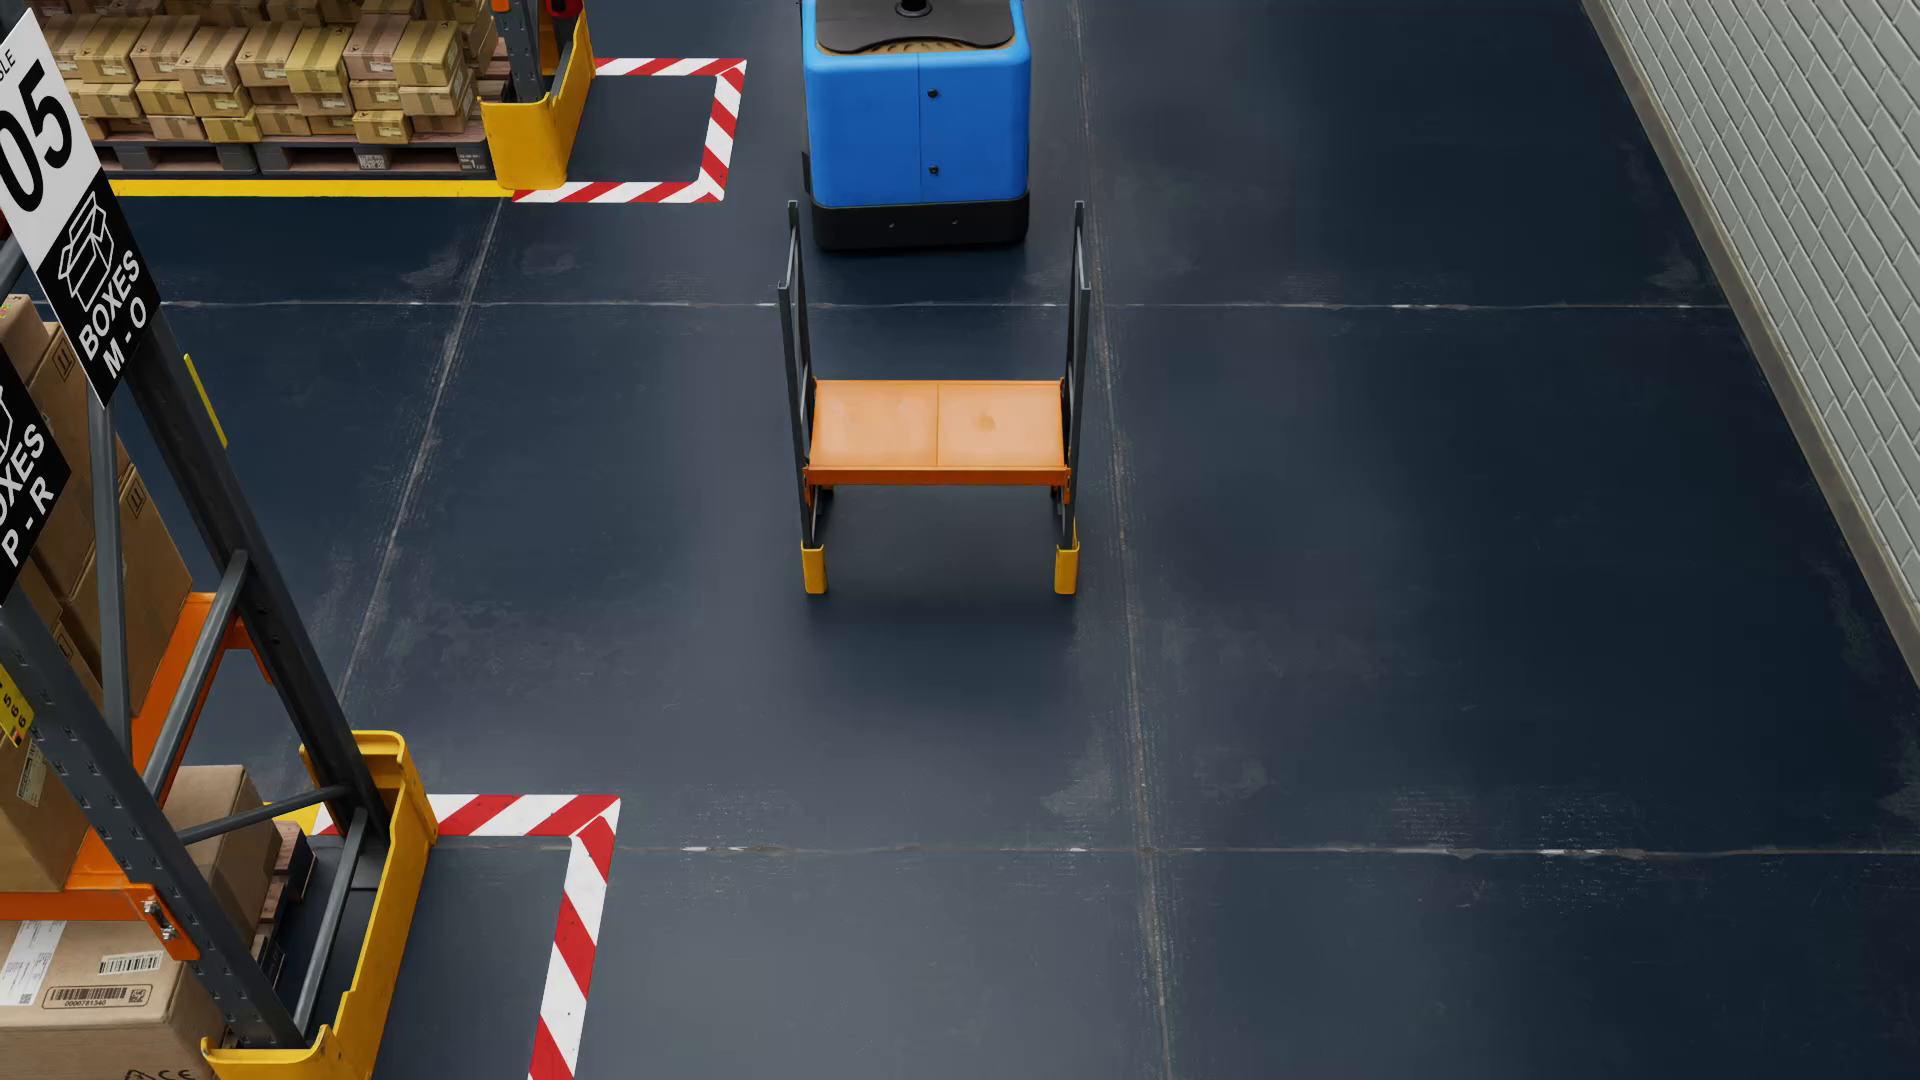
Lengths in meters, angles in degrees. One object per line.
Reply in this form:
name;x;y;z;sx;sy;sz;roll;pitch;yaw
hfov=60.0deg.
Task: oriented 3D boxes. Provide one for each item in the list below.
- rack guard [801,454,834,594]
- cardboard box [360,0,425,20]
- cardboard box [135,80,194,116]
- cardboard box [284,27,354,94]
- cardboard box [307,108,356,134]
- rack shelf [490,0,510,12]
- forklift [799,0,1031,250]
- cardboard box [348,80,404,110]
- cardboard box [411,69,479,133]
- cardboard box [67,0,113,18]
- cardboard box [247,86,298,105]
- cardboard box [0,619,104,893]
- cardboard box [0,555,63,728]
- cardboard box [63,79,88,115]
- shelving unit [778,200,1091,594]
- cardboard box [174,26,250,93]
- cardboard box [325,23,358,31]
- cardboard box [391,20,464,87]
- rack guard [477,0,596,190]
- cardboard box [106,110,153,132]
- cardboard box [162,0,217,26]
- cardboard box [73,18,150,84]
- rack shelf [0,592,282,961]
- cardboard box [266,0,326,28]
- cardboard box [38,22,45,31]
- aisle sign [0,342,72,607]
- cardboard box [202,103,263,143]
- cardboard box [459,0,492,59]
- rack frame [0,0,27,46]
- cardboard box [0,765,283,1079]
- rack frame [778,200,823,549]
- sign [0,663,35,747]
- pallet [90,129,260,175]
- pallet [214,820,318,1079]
rack guard;-0.574;-0.087;6.741;0.087;0.250;0.587;0;47;0
cardboard box;-2.921;-2.776;8.620;0.250;0.149;0.380;1;47;1
cardboard box;-3.945;-2.311;8.390;0.250;0.149;0.380;2;47;2
cardboard box;-3.163;-2.380;8.251;0.250;0.149;0.380;-1;47;-1
cardboard box;-3.171;-2.250;8.536;0.250;0.149;0.380;0;47;0
rack shelf;-4.122;-2.999;8.065;4.000;0.370;1.077;0;47;0
forklift;-0.296;-3.482;8.069;1.130;2.935;3.031;-3;47;-3
cardboard box;-2.912;-2.345;8.421;0.250;0.149;0.380;-1;47;-1
cardboard box;-2.650;-2.259;8.545;0.250;0.149;0.380;1;47;1
cardboard box;-4.461;-2.864;8.702;0.250;0.149;0.380;-1;47;-1
cardboard box;-3.439;-2.381;8.455;0.250;0.149;0.380;0;47;0
cardboard box;-2.523;0.543;4.208;0.500;0.500;0.500;0;47;0
cardboard box;-2.523;0.183;3.860;0.500;0.500;0.500;2;47;1
cardboard box;-4.467;-2.310;8.390;0.250;0.149;0.380;0;47;0
shelving unit;-0.076;-0.511;6.282;1.083;1.500;0.587;0;47;0
cardboard box;-3.691;-2.387;8.257;0.250;0.149;0.380;2;47;2
cardboard box;-3.164;-2.679;8.733;0.250;0.149;0.380;1;47;1
cardboard box;-2.653;-2.429;8.297;0.250;0.149;0.380;1;47;1
rack guard;-2.198;-2.387;8.711;0.348;0.500;1.175;0;47;0
cardboard box;-4.199;-2.267;8.552;0.250;0.149;0.380;1;47;1
cardboard box;-3.961;-2.852;8.691;0.250;0.149;0.380;1;47;1
cardboard box;-4.216;-2.449;8.315;0.250;0.149;0.380;0;47;0
rack shelf;-4.040;0.624;4.692;4.000;0.370;1.077;0;47;0
cardboard box;-3.421;-2.811;8.652;0.250;0.149;0.380;-2;47;-2
cardboard box;-4.735;-2.418;8.287;0.250;0.149;0.380;1;47;1
aisle sign;-1.969;-0.274;3.260;0.004;0.787;0.394;0;47;0
cardboard box;-3.673;-2.196;8.486;0.250;0.149;0.380;-2;47;-2
cardboard box;-2.645;-2.701;8.753;0.250;0.149;0.380;2;47;2
rack frame;-2.040;-1.659;2.227;0.127;3.000;1.000;0;47;0
cardboard box;-2.700;1.186;5.141;0.875;0.438;0.875;-1;47;-1
rack frame;-0.594;-0.513;6.283;0.032;1.500;0.500;0;47;0
sign;-2.056;0.307;3.543;0.005;0.325;0.100;0;47;0
pallet;-4.228;-2.322;8.848;1.213;0.211;1.003;0;47;0
pallet;-2.840;1.390;5.393;1.213;0.211;1.003;0;47;0
